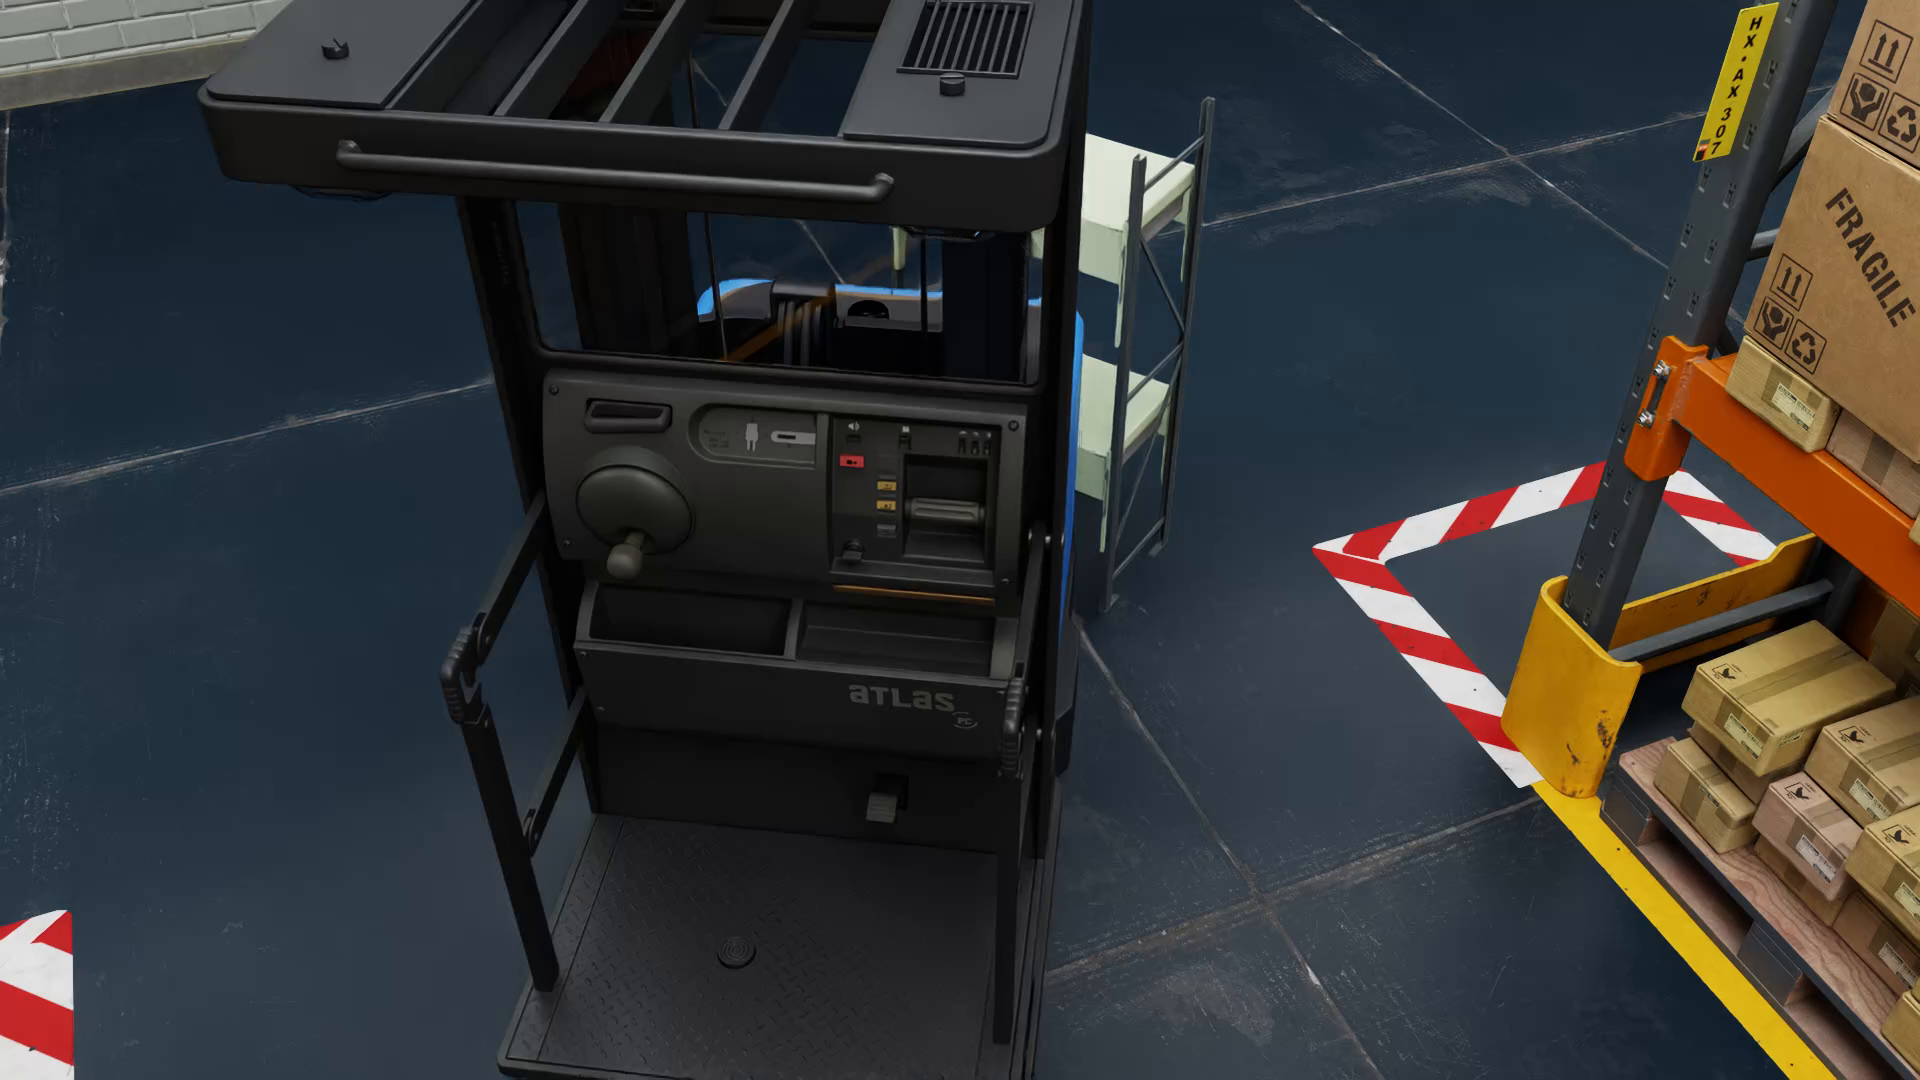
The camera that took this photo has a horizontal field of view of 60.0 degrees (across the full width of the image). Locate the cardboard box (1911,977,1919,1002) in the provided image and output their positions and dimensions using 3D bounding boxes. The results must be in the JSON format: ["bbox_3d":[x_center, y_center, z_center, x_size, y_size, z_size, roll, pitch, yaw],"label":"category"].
[{"bbox_3d":[2.256,0.948,3.484,0.380,0.149,0.250,-14,43,-16],"label":"cardboard box"}]

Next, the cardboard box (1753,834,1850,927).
[{"bbox_3d":[2.147,0.728,3.968,0.380,0.149,0.250,-15,43,-17],"label":"cardboard box"}]

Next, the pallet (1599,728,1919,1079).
[{"bbox_3d":[2.374,0.874,4.071,1.003,0.211,1.213,-15,43,-17],"label":"pallet"}]

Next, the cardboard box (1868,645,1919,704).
[{"bbox_3d":[2.533,0.329,4.203,0.380,0.149,0.250,-16,43,-18],"label":"cardboard box"}]

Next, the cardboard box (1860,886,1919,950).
[{"bbox_3d":[2.258,0.766,3.695,0.380,0.149,0.250,-15,43,-16],"label":"cardboard box"}]

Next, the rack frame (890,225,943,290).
[{"bbox_3d":[-0.075,-0.722,4.939,0.023,1.500,0.400,23,46,25],"label":"rack frame"}]

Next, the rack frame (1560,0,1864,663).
[{"bbox_3d":[2.067,-0.727,3.795,1.000,3.000,0.127,-15,43,-17],"label":"rack frame"}]

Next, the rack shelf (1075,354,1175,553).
[{"bbox_3d":[0.231,-0.343,4.998,0.720,0.370,0.431,23,46,25],"label":"rack shelf"}]

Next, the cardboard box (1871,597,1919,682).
[{"bbox_3d":[2.504,0.225,4.096,0.380,0.149,0.250,-15,43,-16],"label":"cardboard box"}]

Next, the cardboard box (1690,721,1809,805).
[{"bbox_3d":[2.030,0.462,4.049,0.380,0.149,0.250,-13,42,-15],"label":"cardboard box"}]

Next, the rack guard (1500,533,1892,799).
[{"bbox_3d":[2.096,0.267,4.556,1.175,0.500,0.348,-15,43,-17],"label":"rack guard"}]

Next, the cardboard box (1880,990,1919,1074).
[{"bbox_3d":[2.245,1.057,3.585,0.380,0.149,0.250,-15,43,-16],"label":"cardboard box"}]

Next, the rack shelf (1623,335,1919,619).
[{"bbox_3d":[2.832,0.751,2.628,1.077,0.370,4.000,-15,43,-17],"label":"rack shelf"}]

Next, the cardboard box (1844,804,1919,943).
[{"bbox_3d":[2.148,0.689,3.556,0.380,0.149,0.250,-15,43,-17],"label":"cardboard box"}]

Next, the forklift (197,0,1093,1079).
[{"bbox_3d":[-0.366,-0.016,3.021,1.130,2.935,3.031,5,41,6],"label":"forklift"}]

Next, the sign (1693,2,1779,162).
[{"bbox_3d":[1.566,-0.920,3.355,0.100,0.325,0.005,-15,43,-17],"label":"sign"}]

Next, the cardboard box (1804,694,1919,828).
[{"bbox_3d":[2.170,0.506,3.769,0.380,0.149,0.250,-14,43,-16],"label":"cardboard box"}]

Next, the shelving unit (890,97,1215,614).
[{"bbox_3d":[0.231,-0.590,4.786,0.755,1.500,0.431,23,46,25],"label":"shelving unit"}]

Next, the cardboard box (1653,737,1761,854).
[{"bbox_3d":[1.972,0.590,4.127,0.380,0.149,0.250,-14,43,-16],"label":"cardboard box"}]

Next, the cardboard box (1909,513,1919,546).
[{"bbox_3d":[2.077,-0.036,3.184,0.380,0.149,0.250,-16,43,-18],"label":"cardboard box"}]

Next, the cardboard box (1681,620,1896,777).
[{"bbox_3d":[1.953,0.370,3.928,0.380,0.149,0.250,-17,44,-19],"label":"cardboard box"}]

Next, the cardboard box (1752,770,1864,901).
[{"bbox_3d":[2.083,0.641,3.841,0.380,0.149,0.250,-15,43,-17],"label":"cardboard box"}]

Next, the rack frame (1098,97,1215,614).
[{"bbox_3d":[0.536,-0.459,4.633,0.023,1.500,0.400,23,46,25],"label":"rack frame"}]

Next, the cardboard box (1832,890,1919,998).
[{"bbox_3d":[2.249,0.875,3.796,0.380,0.149,0.250,-15,43,-16],"label":"cardboard box"}]

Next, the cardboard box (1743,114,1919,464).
[{"bbox_3d":[1.983,-0.538,3.270,0.500,0.500,0.500,-13,42,-15],"label":"cardboard box"}]

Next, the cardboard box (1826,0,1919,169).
[{"bbox_3d":[1.993,-0.920,2.948,0.500,0.500,0.500,-15,43,-17],"label":"cardboard box"}]

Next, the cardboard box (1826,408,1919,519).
[{"bbox_3d":[2.024,-0.212,3.388,0.380,0.149,0.250,-14,43,-15],"label":"cardboard box"}]

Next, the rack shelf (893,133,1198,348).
[{"bbox_3d":[0.231,-0.886,4.531,0.720,0.370,0.431,23,46,25],"label":"rack shelf"}]

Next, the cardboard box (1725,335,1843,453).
[{"bbox_3d":[1.888,-0.355,3.555,0.380,0.149,0.250,-15,43,-17],"label":"cardboard box"}]
